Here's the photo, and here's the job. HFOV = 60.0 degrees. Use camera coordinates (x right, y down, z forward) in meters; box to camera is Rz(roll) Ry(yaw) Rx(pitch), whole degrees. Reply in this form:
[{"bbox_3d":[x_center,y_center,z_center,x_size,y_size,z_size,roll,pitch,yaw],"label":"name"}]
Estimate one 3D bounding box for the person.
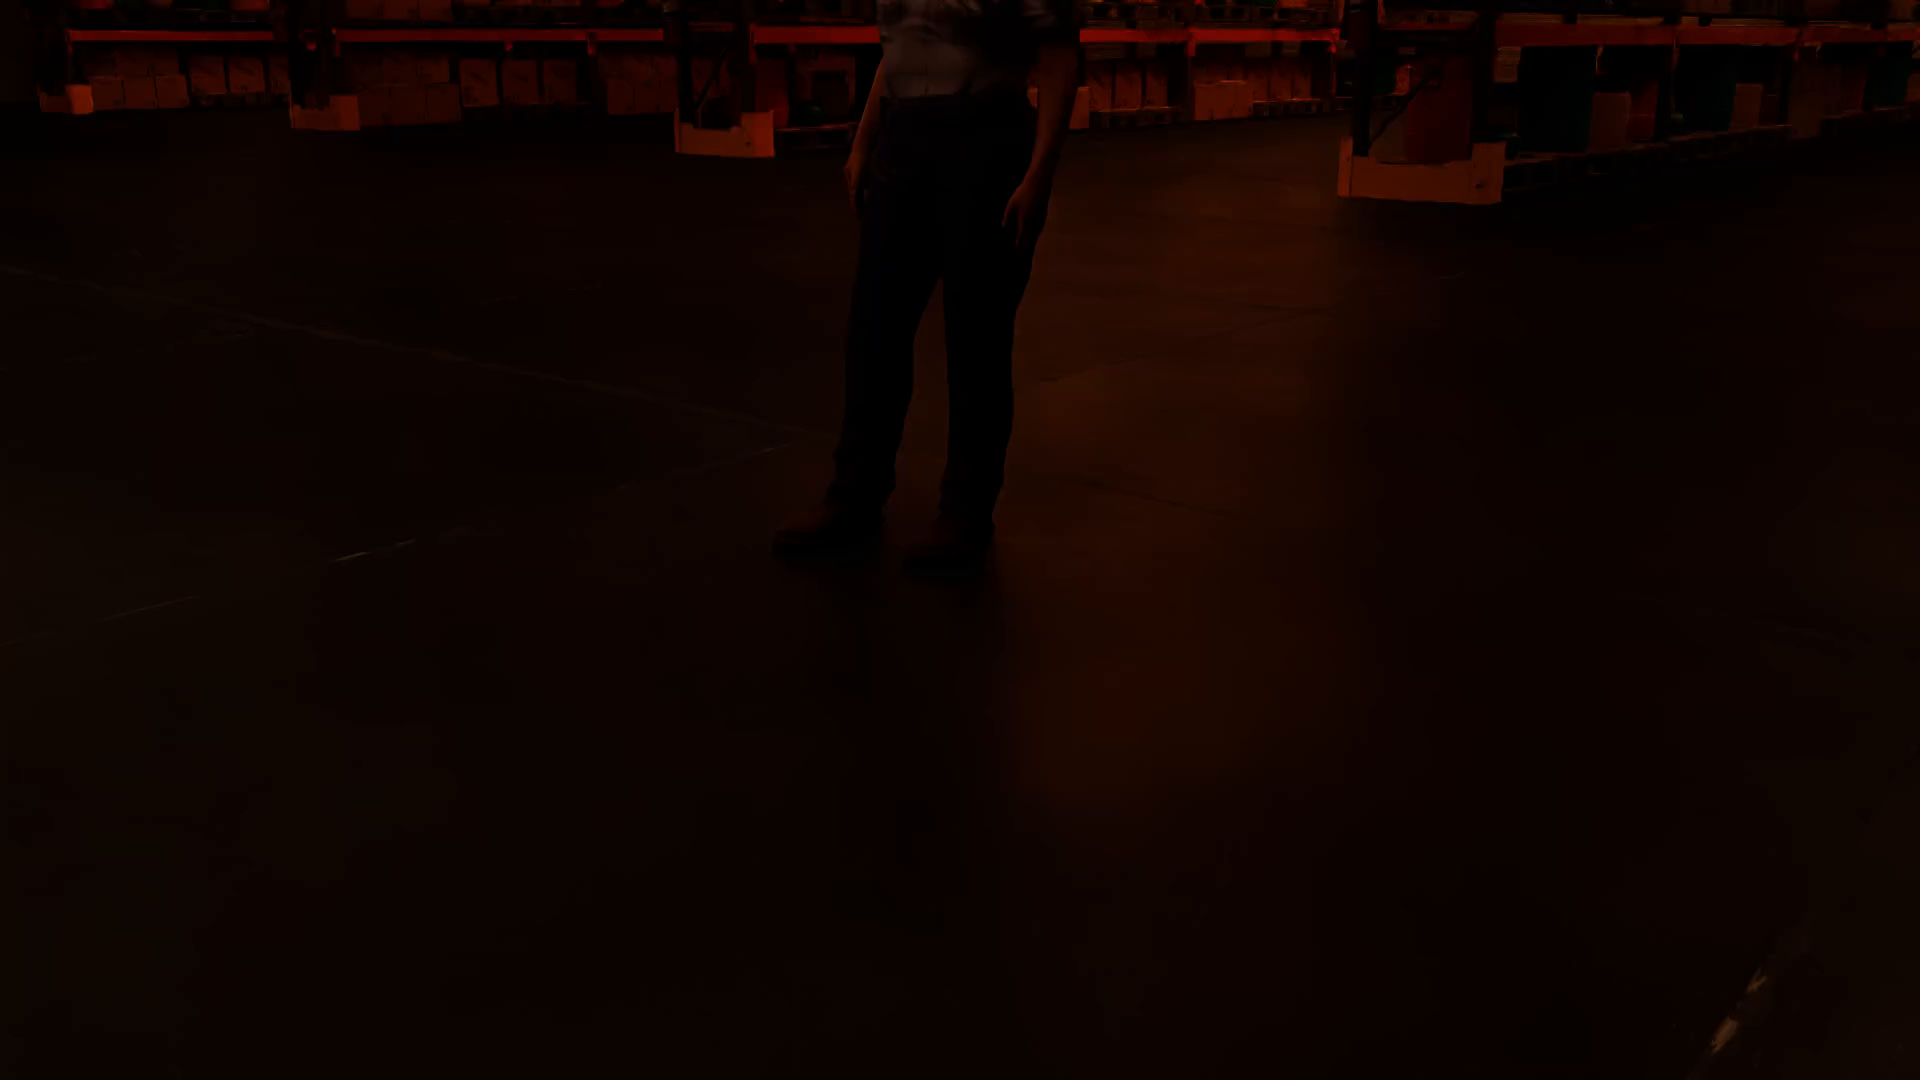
[{"bbox_3d":[-0.075,-0.779,3.648,0.599,1.650,0.502,13,21,37],"label":"person"}]
